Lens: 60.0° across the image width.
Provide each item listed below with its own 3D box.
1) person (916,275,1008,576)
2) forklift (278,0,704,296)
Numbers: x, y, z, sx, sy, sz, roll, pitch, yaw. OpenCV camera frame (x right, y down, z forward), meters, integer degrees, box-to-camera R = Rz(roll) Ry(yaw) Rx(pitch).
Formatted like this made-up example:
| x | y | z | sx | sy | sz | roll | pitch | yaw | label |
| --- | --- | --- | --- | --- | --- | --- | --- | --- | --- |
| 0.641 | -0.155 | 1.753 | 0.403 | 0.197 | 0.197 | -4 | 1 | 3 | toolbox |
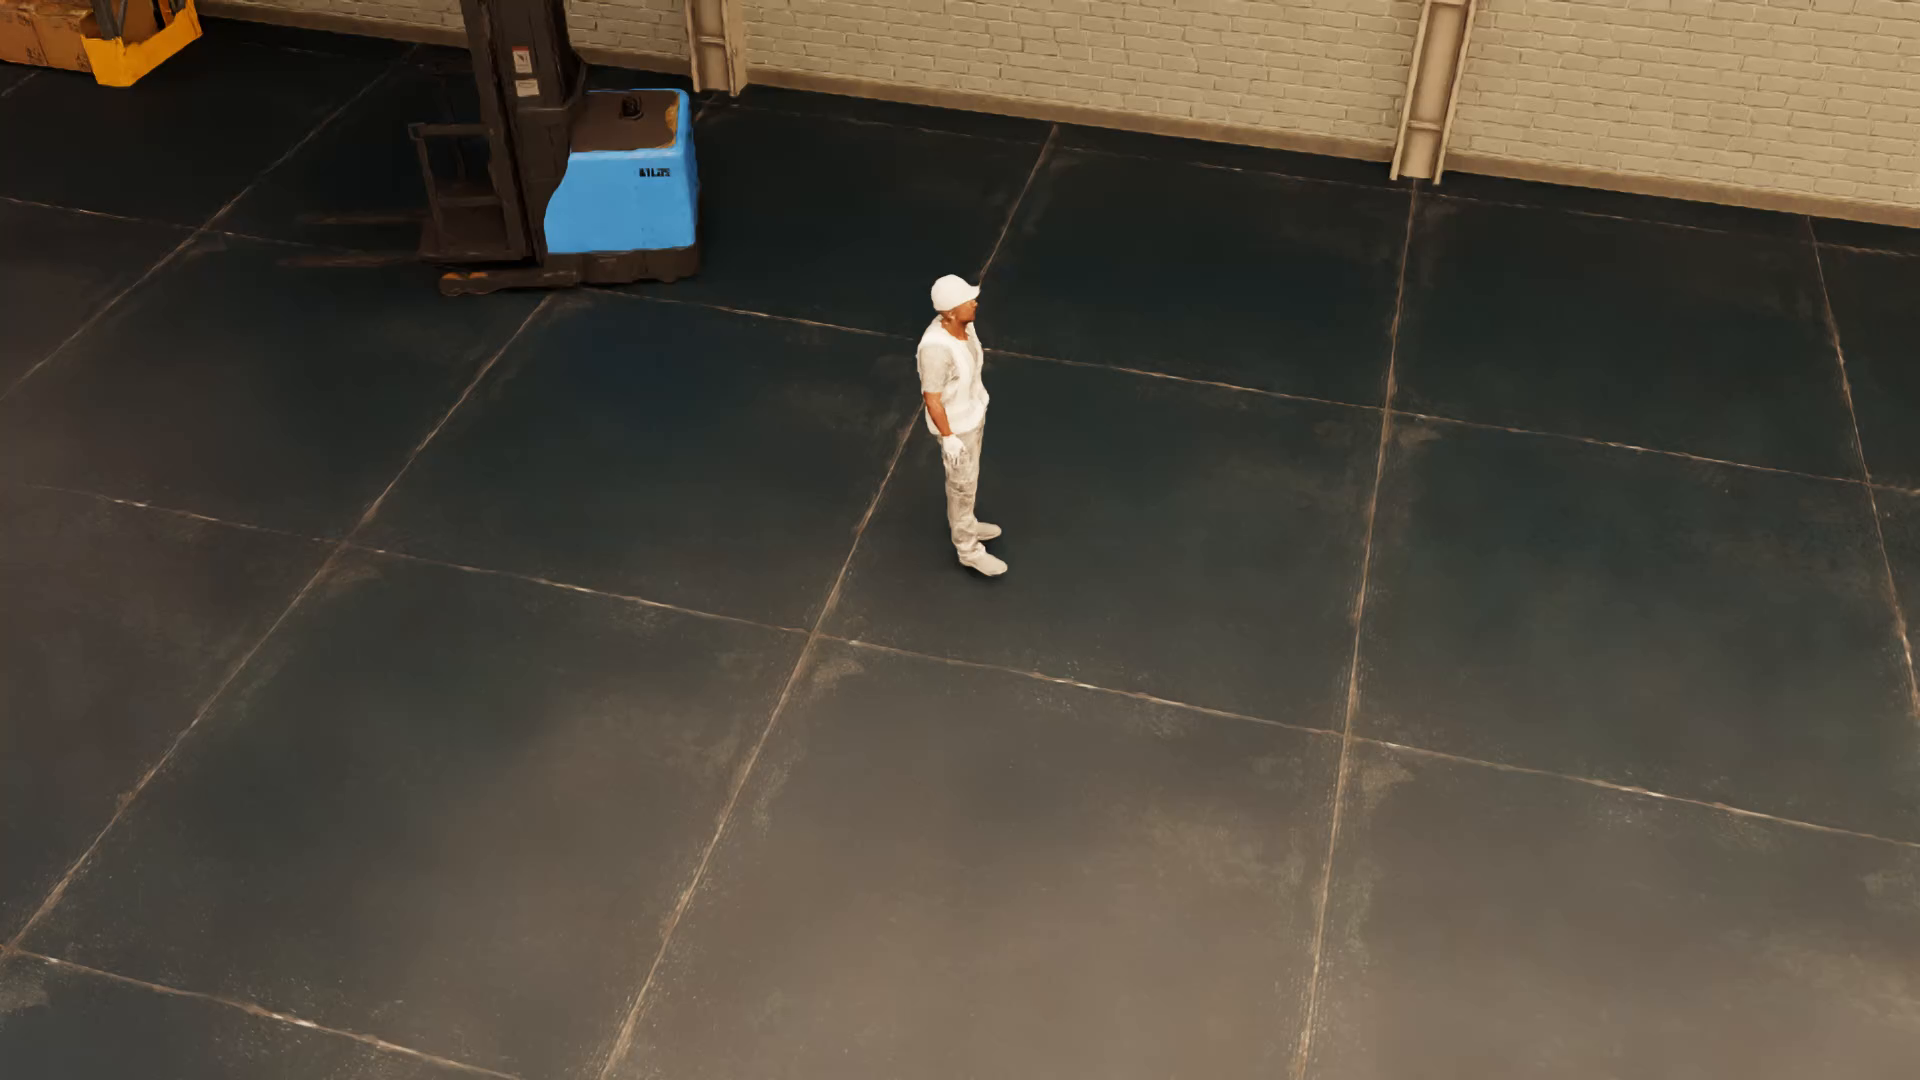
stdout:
| x | y | z | sx | sy | sz | roll | pitch | yaw | label |
| --- | --- | --- | --- | --- | --- | --- | --- | --- | --- |
| 0.068 | -0.687 | 9.448 | 0.576 | 1.777 | 0.655 | 10 | 42 | 11 | person |
| -3.458 | -3.241 | 11.559 | 3.031 | 2.935 | 1.130 | -3 | 41 | -4 | forklift |
